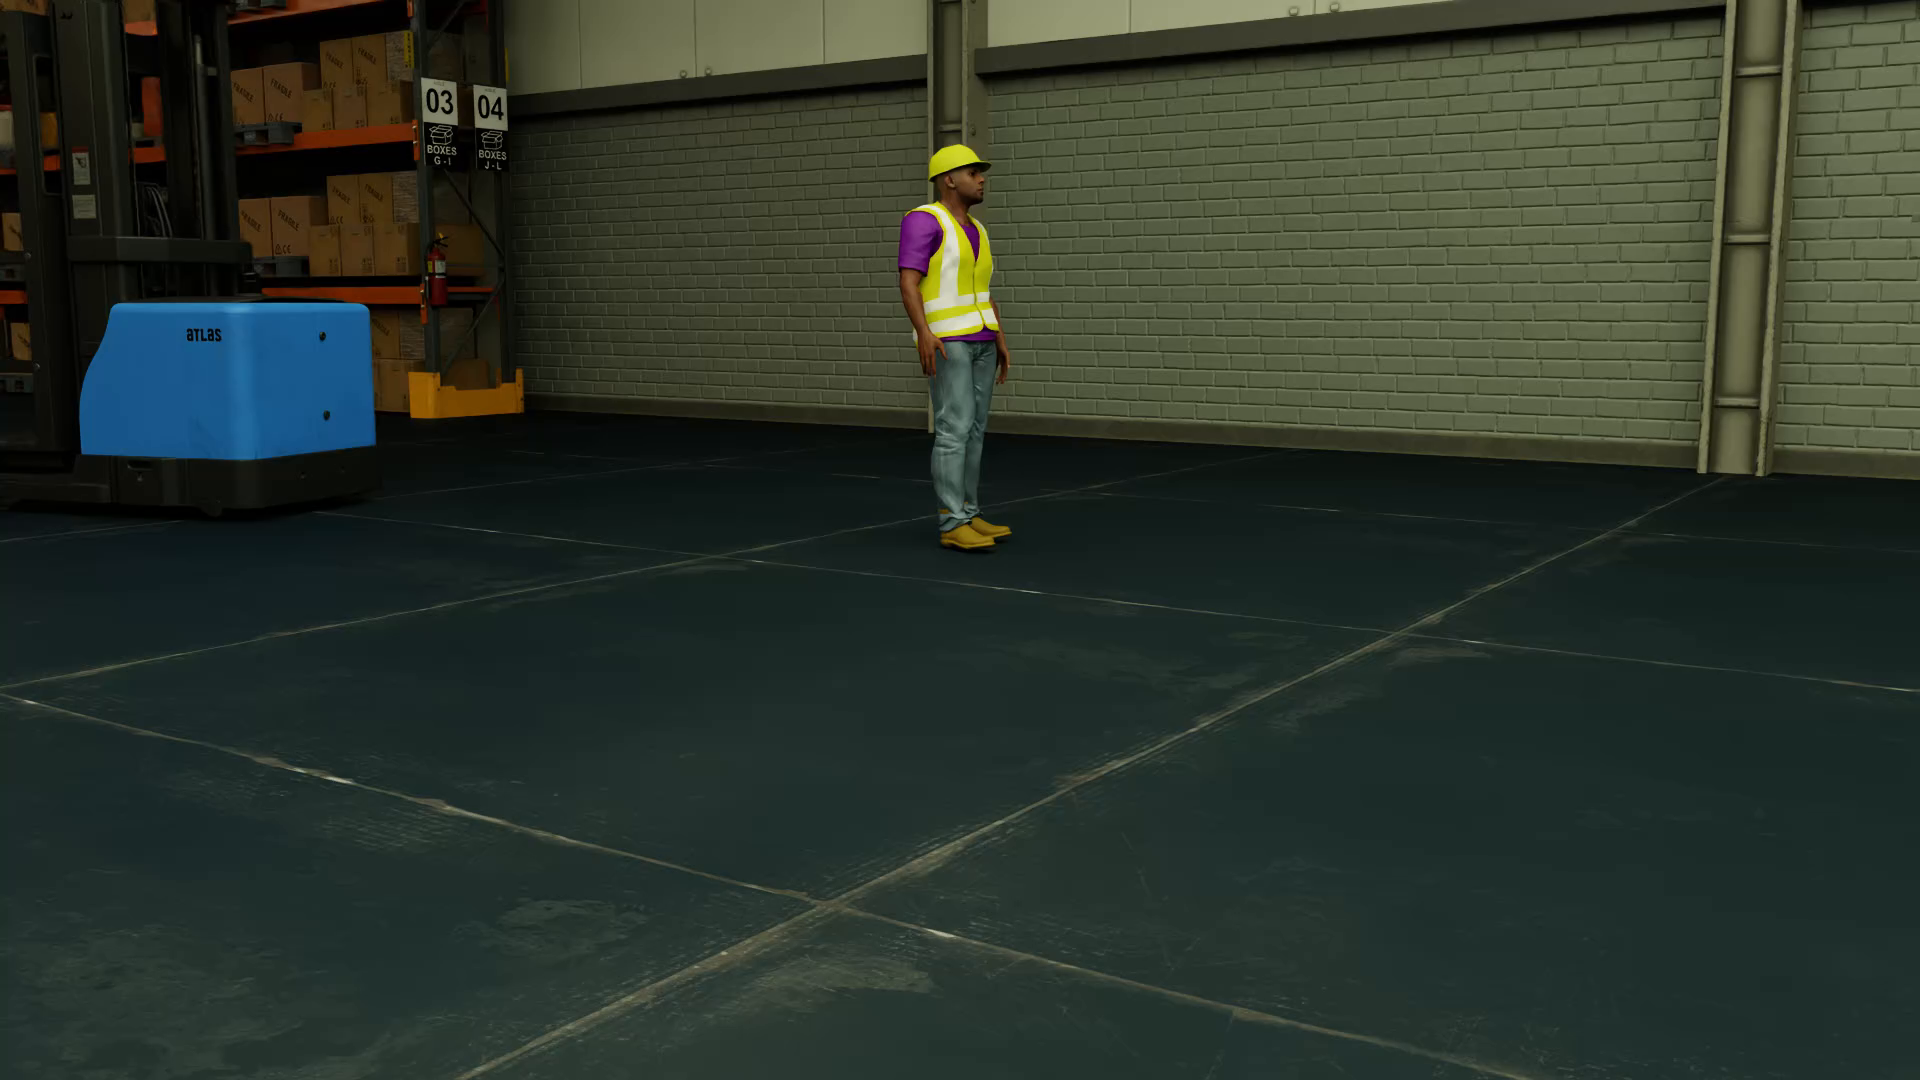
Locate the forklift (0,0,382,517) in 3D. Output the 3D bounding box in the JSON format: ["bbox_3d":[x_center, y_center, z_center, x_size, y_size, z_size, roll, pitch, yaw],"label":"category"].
[{"bbox_3d":[-4.723,-1.666,8.907,3.031,2.935,1.130,3,9,19],"label":"forklift"}]

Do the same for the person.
[{"bbox_3d":[0.054,-0.875,7.435,0.577,1.765,0.665,5,10,34],"label":"person"}]
